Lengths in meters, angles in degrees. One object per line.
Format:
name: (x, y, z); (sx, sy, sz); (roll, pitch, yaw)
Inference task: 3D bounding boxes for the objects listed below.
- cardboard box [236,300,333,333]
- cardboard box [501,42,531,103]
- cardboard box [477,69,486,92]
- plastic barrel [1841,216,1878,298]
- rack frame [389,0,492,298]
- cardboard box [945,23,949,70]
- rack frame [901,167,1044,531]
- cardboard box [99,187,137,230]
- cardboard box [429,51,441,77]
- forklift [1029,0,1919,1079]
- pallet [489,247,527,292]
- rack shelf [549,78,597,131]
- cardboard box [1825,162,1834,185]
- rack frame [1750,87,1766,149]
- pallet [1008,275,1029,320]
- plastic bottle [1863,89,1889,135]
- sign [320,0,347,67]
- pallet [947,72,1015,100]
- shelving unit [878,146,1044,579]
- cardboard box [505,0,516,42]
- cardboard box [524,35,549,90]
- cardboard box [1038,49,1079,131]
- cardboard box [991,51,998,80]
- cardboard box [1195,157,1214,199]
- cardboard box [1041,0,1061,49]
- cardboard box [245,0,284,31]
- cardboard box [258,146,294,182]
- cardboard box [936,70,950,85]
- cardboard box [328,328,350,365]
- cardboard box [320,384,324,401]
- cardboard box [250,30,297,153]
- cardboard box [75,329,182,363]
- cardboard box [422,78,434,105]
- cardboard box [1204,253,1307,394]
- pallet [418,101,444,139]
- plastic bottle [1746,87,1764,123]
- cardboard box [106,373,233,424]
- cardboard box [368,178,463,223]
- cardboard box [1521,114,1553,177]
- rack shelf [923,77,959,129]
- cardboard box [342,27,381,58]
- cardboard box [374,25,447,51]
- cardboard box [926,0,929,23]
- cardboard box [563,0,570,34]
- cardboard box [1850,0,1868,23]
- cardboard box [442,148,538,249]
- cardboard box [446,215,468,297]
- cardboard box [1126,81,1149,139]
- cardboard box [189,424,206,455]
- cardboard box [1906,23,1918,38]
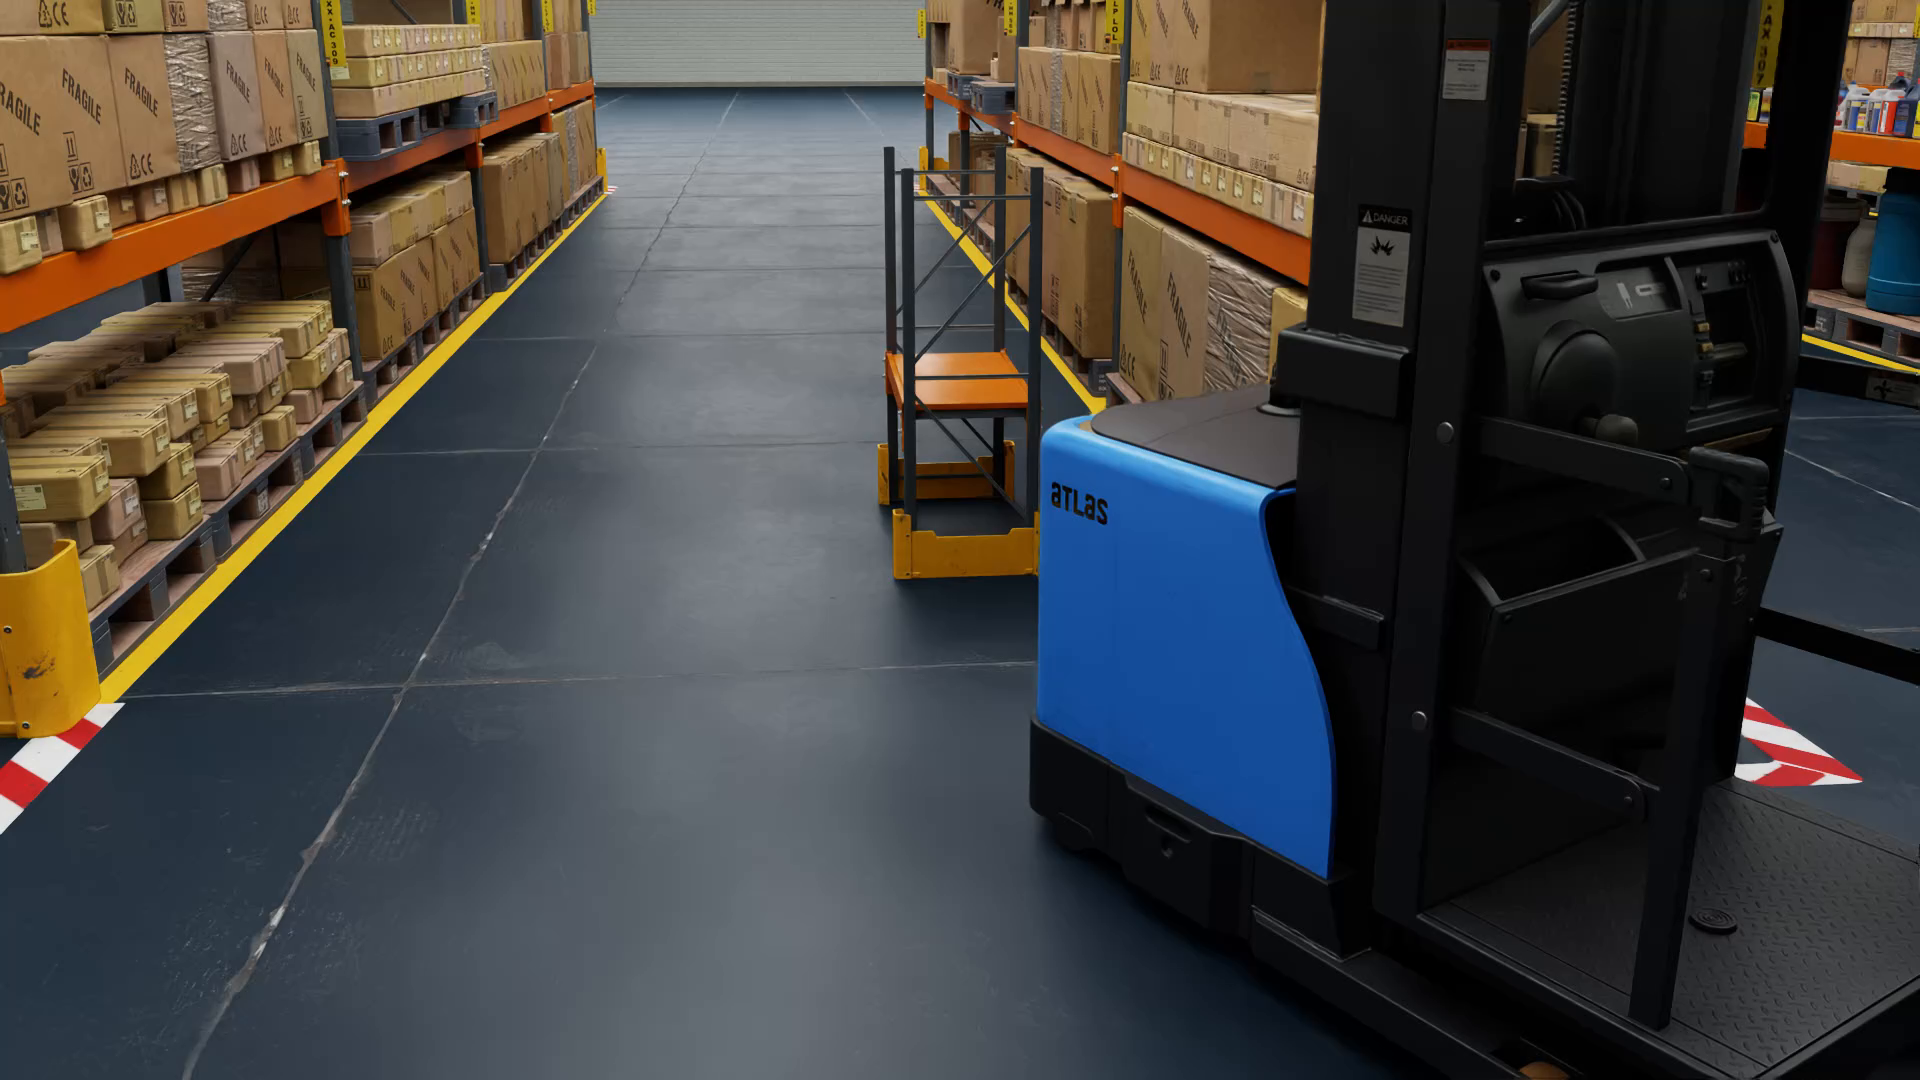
cardboard box: (-3.323, -1.085, 8.191); (0.380, 0.149, 0.250); (-1, 17, -4)
cardboard box: (-4.020, -4.042, 14.377); (0.500, 0.500, 0.500); (-2, 17, -5)
cardboard box: (-3.523, -3.199, 11.576); (0.380, 0.149, 0.250); (-1, 17, -5)
plastic barrel: (6.170, -1.893, 11.152); (0.421, 0.512, 0.421); (0, 17, 0)
rack frame: (-4.031, -3.251, 12.024); (1.000, 3.000, 0.127); (-2, 18, -6)
cardboard box: (0.296, -5.487, 18.482); (0.875, 0.500, 0.500); (-2, 18, -6)
rack frame: (0.044, -0.590, 6.051); (0.500, 1.500, 0.032); (-2, 18, -6)
cardboard box: (-3.122, -1.165, 5.800); (0.380, 0.149, 0.250); (-2, 18, -6)
cardboard box: (-3.365, -2.879, 10.061); (0.380, 0.149, 0.250); (-2, 18, -7)
forklift: (1.432, -0.380, 2.993); (1.130, 2.935, 3.031); (-12, 21, -33)
pallet: (-4.038, -2.158, 13.197); (1.003, 0.211, 1.213); (-2, 18, -6)
rack shelf: (-4.650, -4.695, 17.826); (1.077, 0.370, 4.000); (-2, 18, -6)
cardboard box: (9.981, -4.188, 18.899); (0.500, 0.250, 0.500); (-2, 18, -6)
rack frame: (5.839, -3.527, 12.903); (1.000, 3.000, 0.127); (-2, 18, -6)
pallet: (0.919, -1.806, 12.078); (1.003, 0.211, 1.213); (-2, 18, -6)
plastic bottle: (5.786, -2.683, 10.421); (0.152, 0.276, 0.135); (-2, 18, -6)
sign: (-3.080, -2.491, 8.159); (0.100, 0.325, 0.005); (-2, 18, -6)
pallet: (0.434, -4.242, 15.501); (1.003, 0.211, 1.213); (-2, 18, -6)
shelving unit: (-0.008, -0.738, 6.525); (0.587, 1.500, 1.083); (-2, 18, -6)
cardboard box: (-4.332, -4.666, 14.697); (0.700, 0.500, 0.500); (-2, 18, -7)
cardboard box: (-4.494, -4.624, 16.146); (0.875, 0.550, 0.550); (-2, 18, -6)
cardboard box: (0.804, -2.962, 10.938); (0.500, 0.500, 0.500); (-2, 18, -7)
cardboard box: (0.472, -3.999, 13.929); (0.396, 0.266, 0.258); (-2, 18, -7)
cardboard box: (1.187, -1.500, 6.865); (0.380, 0.149, 0.250); (-2, 18, -7)
cardboard box: (0.972, -3.682, 11.555); (0.797, 0.503, 0.637); (-1, 17, -4)
cardboard box: (-3.243, -2.440, 7.109); (0.500, 0.500, 0.500); (-2, 18, -7)
cardboard box: (-3.253, -1.706, 7.524); (0.380, 0.149, 0.250); (-1, 17, -3)
cardboard box: (-0.062, -5.095, 18.319); (0.380, 0.149, 0.250); (-2, 18, -6)
cardboard box: (-3.270, -0.957, 8.280); (0.380, 0.149, 0.250); (-1, 17, -5)
cardboard box: (-3.296, -0.713, 7.999); (0.380, 0.149, 0.250); (-1, 17, -4)
cardboard box: (-3.235, -1.959, 7.244); (0.500, 0.500, 0.500); (-2, 18, -7)
cardboard box: (-3.695, -0.839, 7.408); (0.380, 0.149, 0.250); (-2, 18, -7)
cardboard box: (-3.342, -2.660, 9.860); (0.380, 0.149, 0.250); (-2, 18, -7)
cardboard box: (1.498, -0.636, 6.543); (0.875, 0.875, 0.875); (-2, 18, -6)
pallet: (-3.786, -2.571, 10.178); (1.003, 0.211, 1.213); (-2, 18, -6)
plastic bottle: (5.602, -3.084, 11.689); (0.061, 0.283, 0.133); (-2, 18, -6)
cardboard box: (-3.078, -0.549, 6.485); (0.380, 0.149, 0.250); (-2, 17, -5)
cardboard box: (-3.637, -2.271, 11.122); (0.500, 0.250, 0.500); (-2, 17, -5)
cardboard box: (1.957, -1.212, 5.284); (0.500, 0.250, 0.500); (-2, 18, -7)
rack shelf: (0.294, -4.818, 18.218); (1.077, 0.370, 4.000); (-2, 18, -6)
cardboard box: (-3.202, -2.555, 8.533); (0.380, 0.149, 0.250); (-1, 17, -3)
cardboard box: (-3.394, -3.098, 10.262); (0.380, 0.149, 0.250); (-1, 17, -3)
cardboard box: (-0.127, -6.252, 19.250); (0.500, 0.500, 0.500); (-2, 18, -6)
cardboard box: (-4.601, -5.623, 17.528); (0.875, 0.550, 0.500); (-2, 18, -6)
cardboard box: (10.198, -5.969, 18.349); (0.700, 0.500, 0.500); (-2, 18, -6)
cardboard box: (-4.098, -2.822, 13.714); (1.050, 0.750, 0.750); (-2, 17, -5)
cardboard box: (-3.654, -1.916, 11.244); (0.500, 0.500, 0.500); (-1, 17, -3)
cardboard box: (1.113, -2.104, 8.126); (0.500, 0.250, 0.500); (-2, 18, -7)
cardboard box: (-3.200, -0.402, 6.513); (0.380, 0.149, 0.250); (-1, 17, -3)
cardboard box: (10.113, -5.302, 17.308); (0.380, 0.149, 0.250); (-2, 18, -6)
